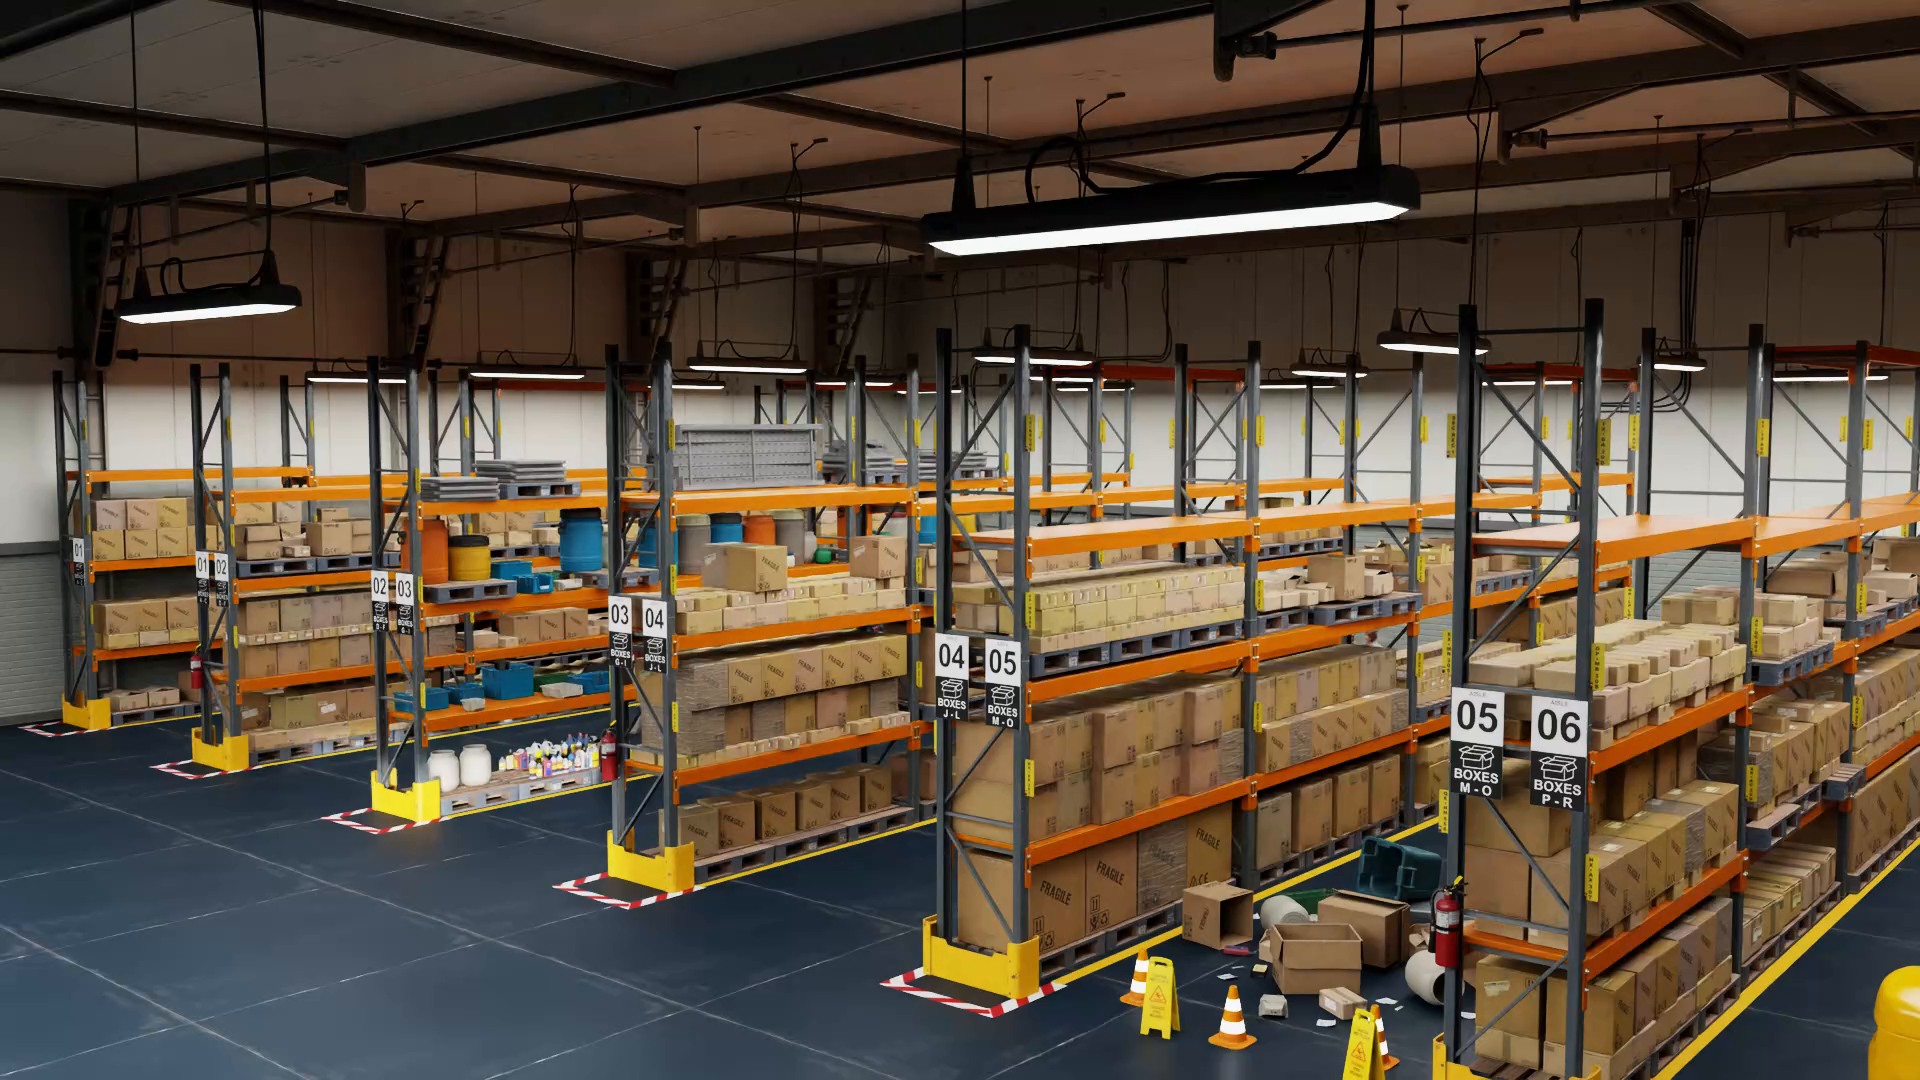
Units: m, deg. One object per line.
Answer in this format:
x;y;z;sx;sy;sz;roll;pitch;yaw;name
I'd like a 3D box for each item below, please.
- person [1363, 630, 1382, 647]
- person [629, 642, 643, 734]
7.079;2.302;28.669;0.391;1.538;0.972;3;5;39;person
-5.216;2.351;27.542;0.543;1.617;0.928;1;4;17;person
